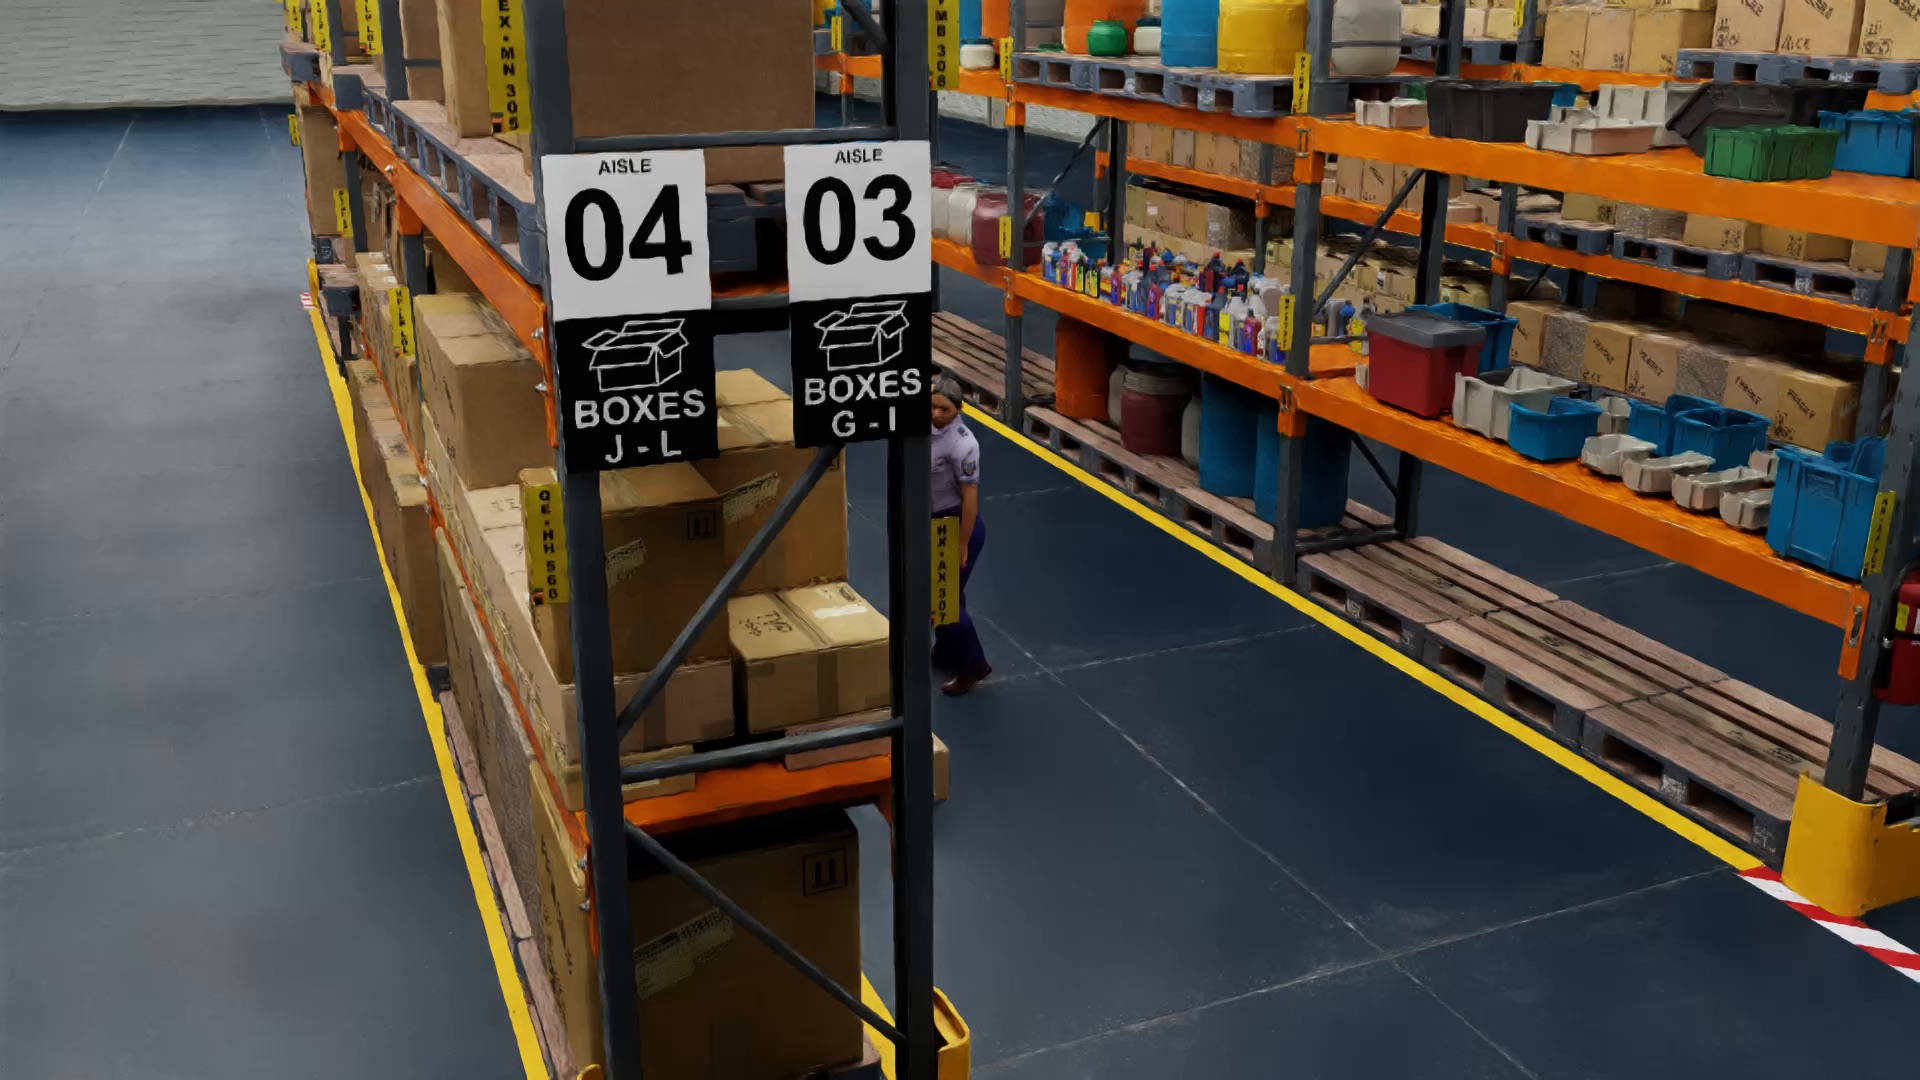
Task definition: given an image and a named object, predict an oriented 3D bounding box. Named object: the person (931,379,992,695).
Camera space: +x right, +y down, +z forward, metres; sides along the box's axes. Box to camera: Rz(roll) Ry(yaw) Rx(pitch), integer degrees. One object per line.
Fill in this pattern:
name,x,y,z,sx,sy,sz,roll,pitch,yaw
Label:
person,-0.068,-0.043,8.694,0.371,1.665,0.565,-5,20,-15
